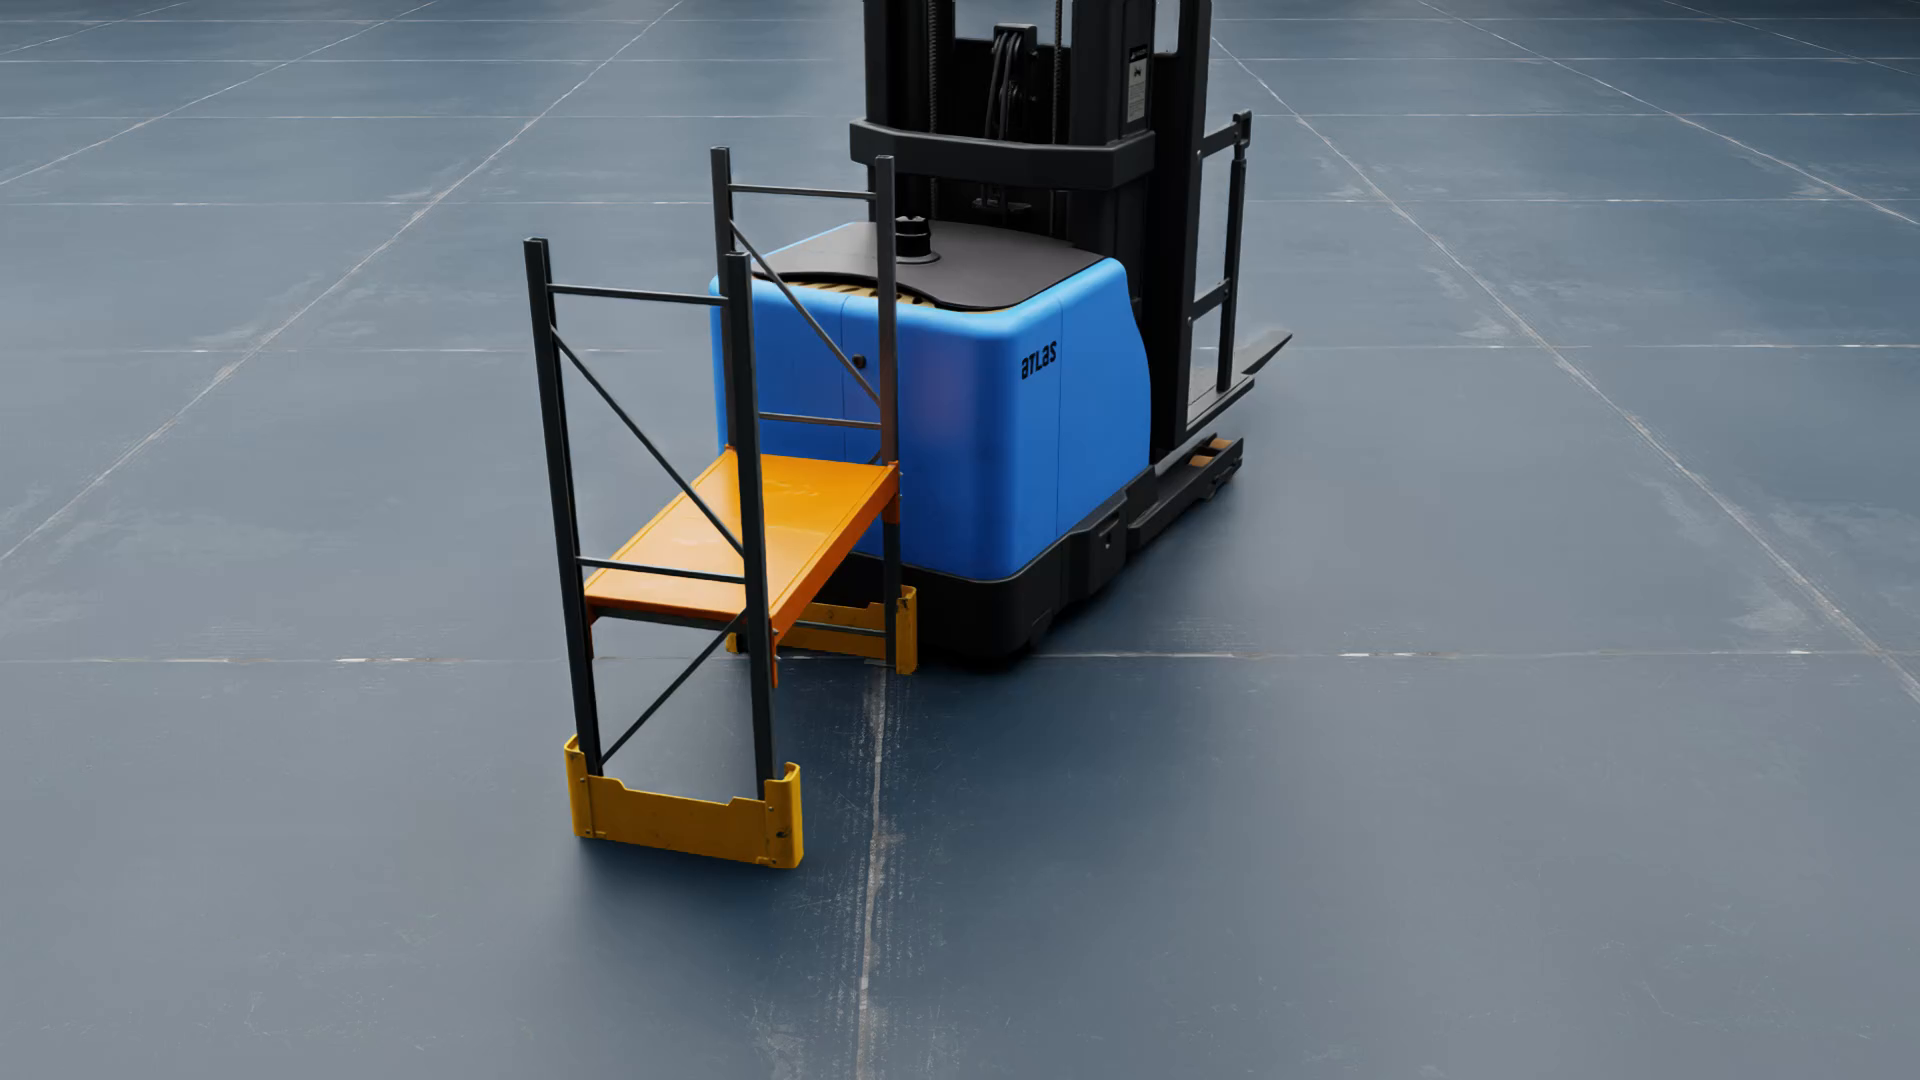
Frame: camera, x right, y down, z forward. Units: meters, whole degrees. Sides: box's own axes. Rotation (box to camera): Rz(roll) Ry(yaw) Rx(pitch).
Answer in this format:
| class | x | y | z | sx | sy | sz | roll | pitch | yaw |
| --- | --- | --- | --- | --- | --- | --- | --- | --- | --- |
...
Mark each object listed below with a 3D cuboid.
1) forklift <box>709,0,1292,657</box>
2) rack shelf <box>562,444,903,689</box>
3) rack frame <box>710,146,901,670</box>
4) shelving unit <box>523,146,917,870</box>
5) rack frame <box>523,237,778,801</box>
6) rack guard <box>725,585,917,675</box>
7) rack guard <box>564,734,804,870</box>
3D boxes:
| class | x | y | z | sx | sy | sz | roll | pitch | yaw |
| --- | --- | --- | --- | --- | --- | --- | --- | --- | --- |
| forklift | 0.406 | -1.564 | 5.651 | 1.130 | 2.935 | 3.031 | 13 | 27 | 27 |
| rack shelf | -0.546 | 0.034 | 4.291 | 0.538 | 0.185 | 1.000 | 6 | 25 | 13 |
| rack frame | -0.416 | -0.332 | 4.665 | 0.500 | 1.500 | 0.032 | 6 | 25 | 13 |
| shelving unit | -0.544 | -0.134 | 4.225 | 0.587 | 1.500 | 1.083 | 6 | 25 | 13 |
| rack frame | -0.676 | 0.073 | 3.770 | 0.500 | 1.500 | 0.032 | 6 | 25 | 13 |
| rack guard | -0.416 | 0.238 | 4.922 | 0.587 | 0.250 | 0.087 | 6 | 25 | 13 |
| rack guard | -0.671 | 0.634 | 4.044 | 0.587 | 0.250 | 0.087 | 6 | 25 | 13 |
